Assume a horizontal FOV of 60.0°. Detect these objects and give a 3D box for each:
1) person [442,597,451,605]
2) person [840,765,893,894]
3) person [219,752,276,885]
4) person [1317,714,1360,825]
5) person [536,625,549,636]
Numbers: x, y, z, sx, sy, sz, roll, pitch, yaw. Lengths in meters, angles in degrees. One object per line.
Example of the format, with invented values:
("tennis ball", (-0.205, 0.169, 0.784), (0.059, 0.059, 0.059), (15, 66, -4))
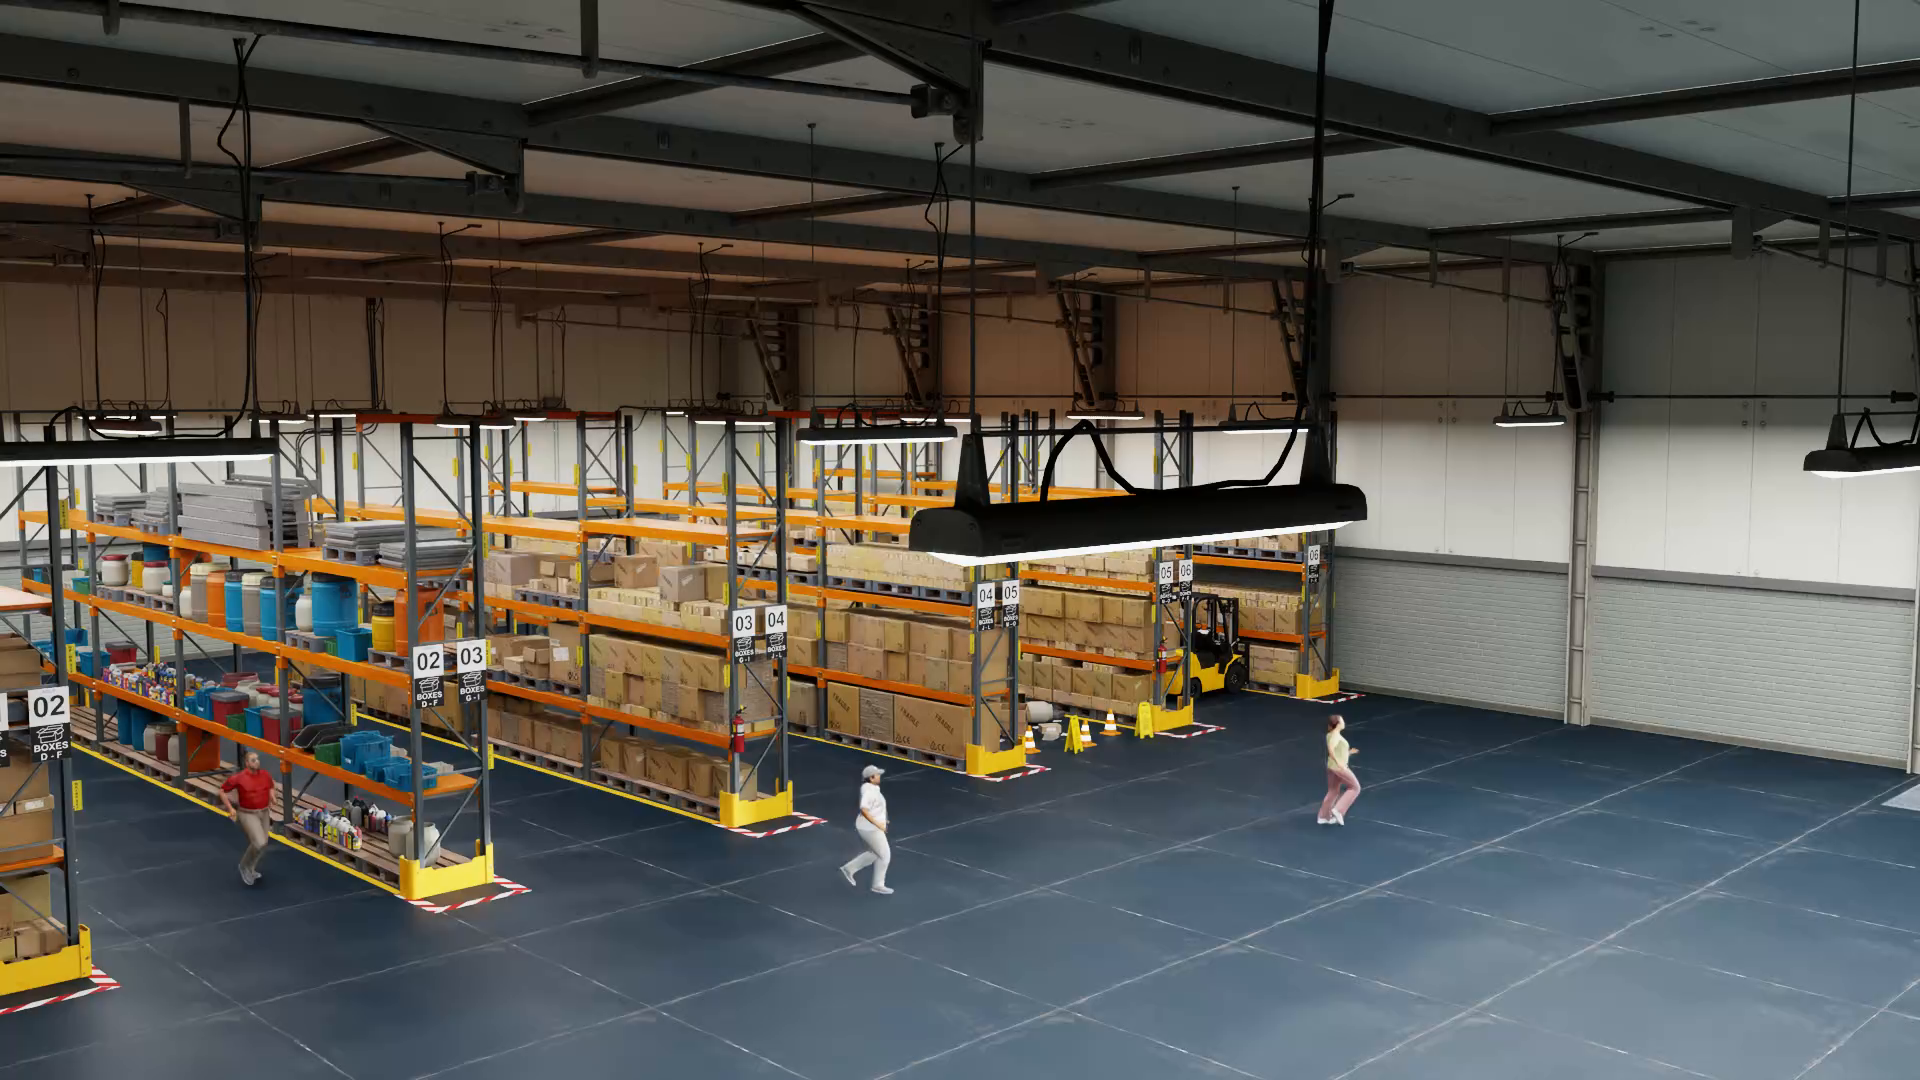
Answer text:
("person", (-12.057, 2.130, 38.841), (0.798, 1.674, 0.599), (0, 5, 2))
("person", (-1.181, 3.685, 21.142), (0.669, 1.653, 0.629), (-1, 5, -10))
("person", (-9.136, 3.608, 21.565), (0.684, 1.722, 0.641), (3, 6, 29))
("person", (5.568, 3.370, 24.439), (0.634, 1.640, 0.550), (-1, 5, -13))
("person", (-10.217, 1.968, 40.997), (0.615, 1.685, 0.582), (2, 5, 23))
